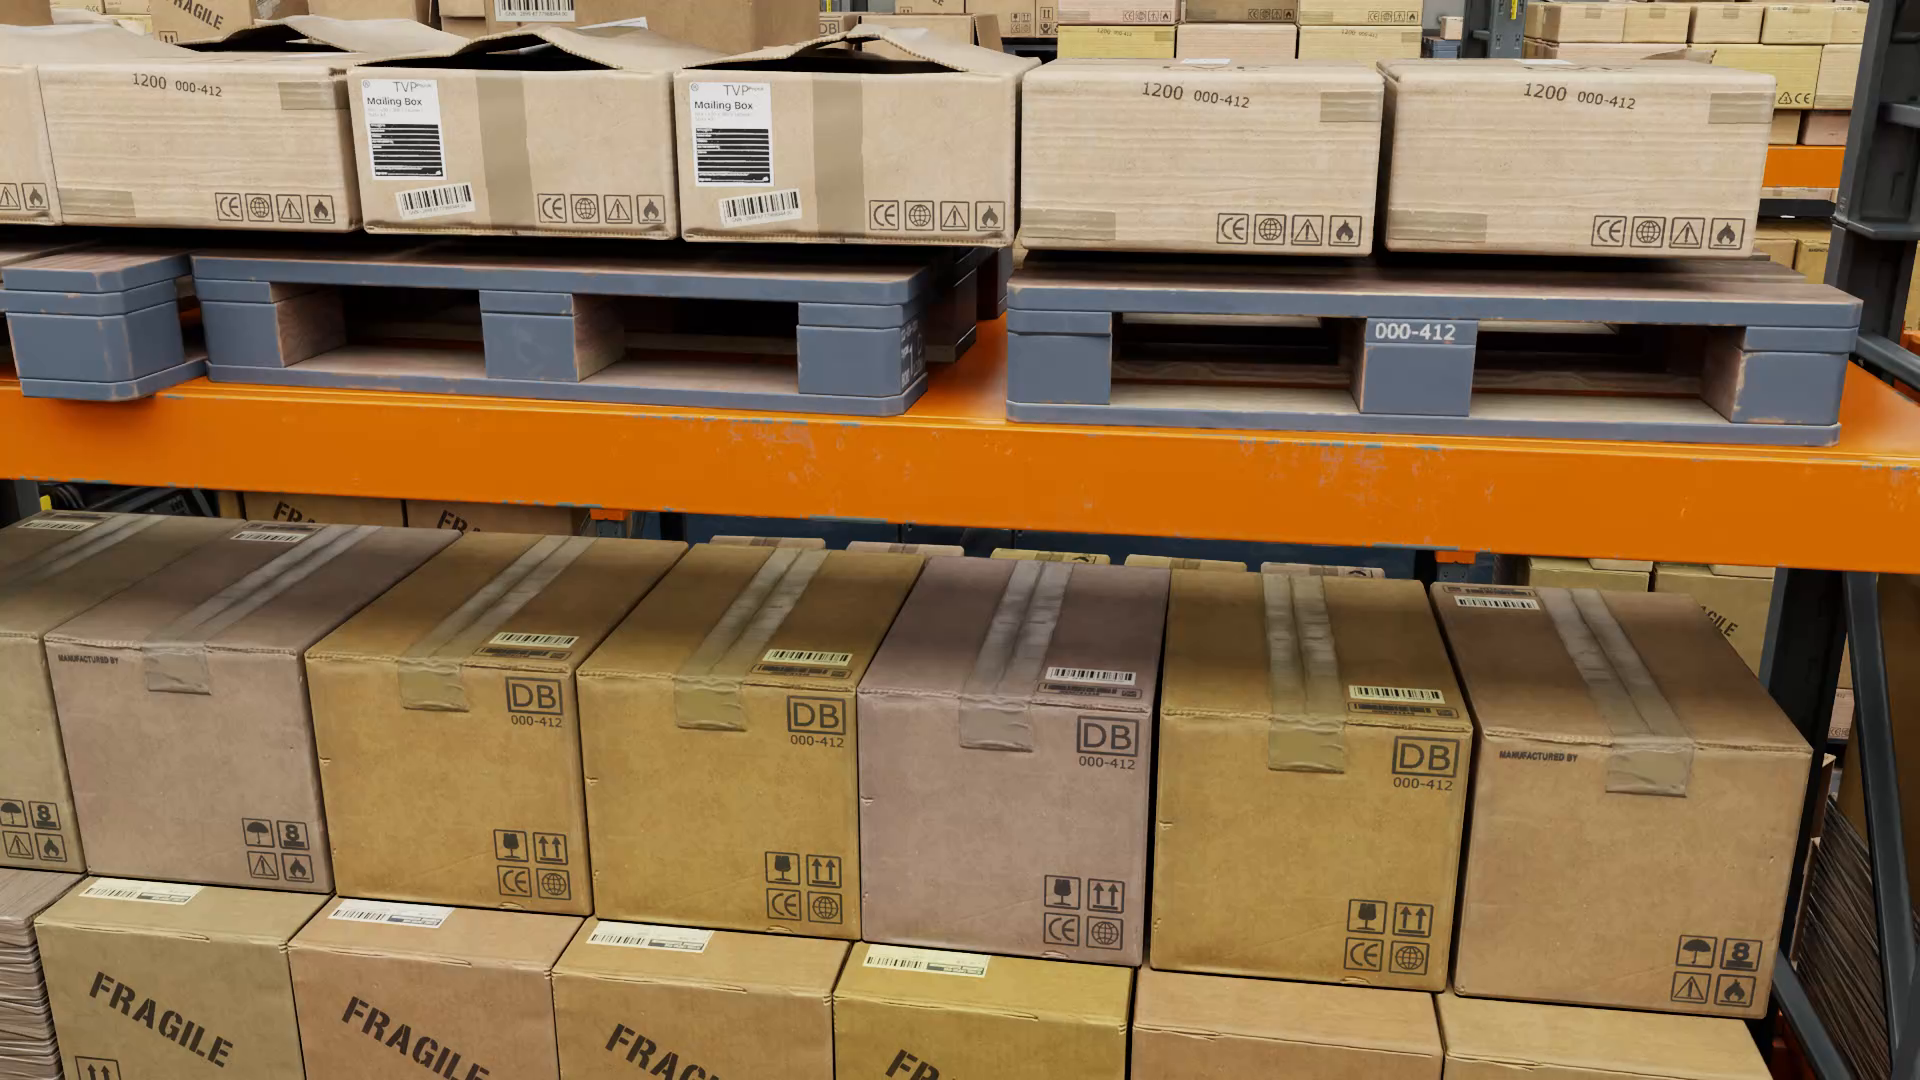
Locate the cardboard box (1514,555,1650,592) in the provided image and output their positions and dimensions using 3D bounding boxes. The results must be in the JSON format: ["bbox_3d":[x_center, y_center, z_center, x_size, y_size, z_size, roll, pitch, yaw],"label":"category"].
[{"bbox_3d":[2.851,0.291,7.695,0.500,0.500,0.500,4,19,11],"label":"cardboard box"}]

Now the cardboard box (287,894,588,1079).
[{"bbox_3d":[-0.923,0.892,3.251,0.500,0.500,0.500,3,19,9],"label":"cardboard box"}]

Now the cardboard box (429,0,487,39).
[{"bbox_3d":[-2.034,-2.416,7.744,0.637,0.503,0.797,2,19,5],"label":"cardboard box"}]

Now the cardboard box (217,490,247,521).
[{"bbox_3d":[-4.069,-0.117,9.113,0.875,0.875,0.875,3,19,10],"label":"cardboard box"}]

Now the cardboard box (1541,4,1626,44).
[{"bbox_3d":[2.571,-2.136,6.870,0.250,0.149,0.380,3,19,8],"label":"cardboard box"}]

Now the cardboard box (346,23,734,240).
[{"bbox_3d":[-0.642,-0.688,2.726,0.500,0.311,0.500,3,19,8],"label":"cardboard box"}]

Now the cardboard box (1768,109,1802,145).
[{"bbox_3d":[3.333,-1.749,6.973,0.250,0.149,0.380,3,19,10],"label":"cardboard box"}]

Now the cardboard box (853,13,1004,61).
[{"bbox_3d":[-0.128,-2.177,7.692,0.637,0.503,0.797,3,19,9],"label":"cardboard box"}]

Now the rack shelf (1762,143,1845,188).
[{"bbox_3d":[4.286,-1.553,7.123,4.000,0.370,1.077,3,19,9],"label":"rack shelf"}]

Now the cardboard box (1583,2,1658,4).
[{"bbox_3d":[2.928,-2.317,7.413,0.250,0.149,0.380,2,19,7],"label":"cardboard box"}]

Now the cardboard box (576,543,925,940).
[{"bbox_3d":[-0.371,0.362,3.260,0.500,0.500,0.700,3,19,8],"label":"cardboard box"}]

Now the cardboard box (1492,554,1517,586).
[{"bbox_3d":[2.938,0.123,8.199,0.500,0.500,0.500,3,19,8],"label":"cardboard box"}]

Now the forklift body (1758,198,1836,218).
[{"bbox_3d":[4.883,-1.047,10.544,1.214,2.155,2.313,3,19,9],"label":"forklift body"}]

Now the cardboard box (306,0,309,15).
[{"bbox_3d":[-5.340,-4.210,12.909,0.500,0.250,0.500,3,19,9],"label":"cardboard box"}]

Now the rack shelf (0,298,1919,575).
[{"bbox_3d":[-0.349,-0.198,3.075,4.000,0.370,1.077,3,19,9],"label":"rack shelf"}]

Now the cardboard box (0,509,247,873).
[{"bbox_3d":[-1.882,0.287,3.486,0.500,0.500,0.700,3,19,8],"label":"cardboard box"}]

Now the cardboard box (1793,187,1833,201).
[{"bbox_3d":[5.912,-2.417,11.652,0.250,0.149,0.380,3,19,9],"label":"cardboard box"}]

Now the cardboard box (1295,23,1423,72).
[{"bbox_3d":[1.712,-2.107,7.219,0.500,0.250,0.500,3,19,8],"label":"cardboard box"}]

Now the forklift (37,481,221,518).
[{"bbox_3d":[-2.869,0.029,6.098,3.031,2.935,1.130,4,19,11],"label":"forklift"}]

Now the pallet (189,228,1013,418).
[{"bbox_3d":[-0.575,-0.479,3.079,1.213,0.211,1.003,4,19,11],"label":"pallet"}]

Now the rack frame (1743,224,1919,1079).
[{"bbox_3d":[1.626,0.984,3.136,0.127,3.000,1.000,3,19,9],"label":"rack frame"}]

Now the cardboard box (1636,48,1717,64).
[{"bbox_3d":[1.069,-0.730,2.923,0.396,0.266,0.258,3,19,8],"label":"cardboard box"}]

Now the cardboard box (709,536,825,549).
[{"bbox_3d":[-1.082,0.305,8.643,0.625,0.372,0.950,2,19,5],"label":"cardboard box"}]

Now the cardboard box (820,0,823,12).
[{"bbox_3d":[-1.174,-4.115,12.787,0.250,0.149,0.380,2,19,7],"label":"cardboard box"}]

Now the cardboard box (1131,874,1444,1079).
[{"bbox_3d":[0.569,0.968,3.024,0.500,0.500,0.500,3,19,8],"label":"cardboard box"}]

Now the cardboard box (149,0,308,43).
[{"bbox_3d":[-3.424,-2.440,7.823,0.500,0.500,0.500,3,19,9],"label":"cardboard box"}]

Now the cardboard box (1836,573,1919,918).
[{"bbox_3d":[1.985,0.430,2.853,0.550,0.550,0.875,3,19,9],"label":"cardboard box"}]

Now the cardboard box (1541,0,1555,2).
[{"bbox_3d":[3.878,-3.636,11.536,0.500,0.311,0.500,3,19,10],"label":"cardboard box"}]

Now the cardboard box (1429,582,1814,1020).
[{"bbox_3d":[1.135,0.439,3.030,0.500,0.500,0.700,3,19,8],"label":"cardboard box"}]

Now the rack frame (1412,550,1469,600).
[{"bbox_3d":[2.311,-0.572,7.786,0.127,3.000,1.000,3,19,9],"label":"rack frame"}]

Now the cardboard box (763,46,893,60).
[{"bbox_3d":[-0.188,-0.782,3.079,0.258,0.266,0.396,3,19,9],"label":"cardboard box"}]

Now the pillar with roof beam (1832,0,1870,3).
[{"bbox_3d":[5.817,-3.740,7.798,0.400,9.000,9.100,3,19,9],"label":"pillar with roof beam"}]

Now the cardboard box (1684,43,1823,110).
[{"bbox_3d":[3.213,-1.934,6.895,0.500,0.250,0.500,3,19,8],"label":"cardboard box"}]

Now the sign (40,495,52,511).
[{"bbox_3d":[-2.239,0.059,4.074,0.005,0.325,0.100,3,19,9],"label":"sign"}]

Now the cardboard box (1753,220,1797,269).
[{"bbox_3d":[3.212,-1.112,7.198,0.500,0.500,0.700,3,19,9],"label":"cardboard box"}]

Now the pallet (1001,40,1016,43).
[{"bbox_3d":[-0.170,-3.656,12.571,1.003,0.211,1.213,4,19,11],"label":"pallet"}]

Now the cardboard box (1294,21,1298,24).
[{"bbox_3d":[1.798,-2.278,7.730,0.500,0.250,0.500,2,19,7],"label":"cardboard box"}]

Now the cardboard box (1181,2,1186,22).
[{"bbox_3d":[1.584,-3.753,11.886,0.500,0.311,0.500,2,19,7],"label":"cardboard box"}]

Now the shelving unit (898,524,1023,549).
[{"bbox_3d":[0.007,-0.711,10.564,0.755,1.500,0.431,3,19,9],"label":"shelving unit"}]

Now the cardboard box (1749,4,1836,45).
[{"bbox_3d":[3.346,-2.094,6.746,0.250,0.149,0.380,3,19,8],"label":"cardboard box"}]

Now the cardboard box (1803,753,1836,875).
[{"bbox_3d":[3.153,1.092,6.747,0.500,0.500,0.500,-15,24,-38],"label":"cardboard box"}]

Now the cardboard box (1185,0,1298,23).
[{"bbox_3d":[1.304,-2.537,7.716,0.500,0.250,0.500,3,19,7],"label":"cardboard box"}]

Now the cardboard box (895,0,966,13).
[{"bbox_3d":[-0.178,-3.932,12.124,0.500,0.500,0.500,3,19,9],"label":"cardboard box"}]

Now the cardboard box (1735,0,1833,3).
[{"bbox_3d":[5.573,-3.671,11.344,0.500,0.500,0.700,3,19,9],"label":"cardboard box"}]

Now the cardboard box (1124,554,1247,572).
[{"bbox_3d":[1.083,0.414,8.318,0.625,0.372,0.950,4,19,12],"label":"cardboard box"}]
